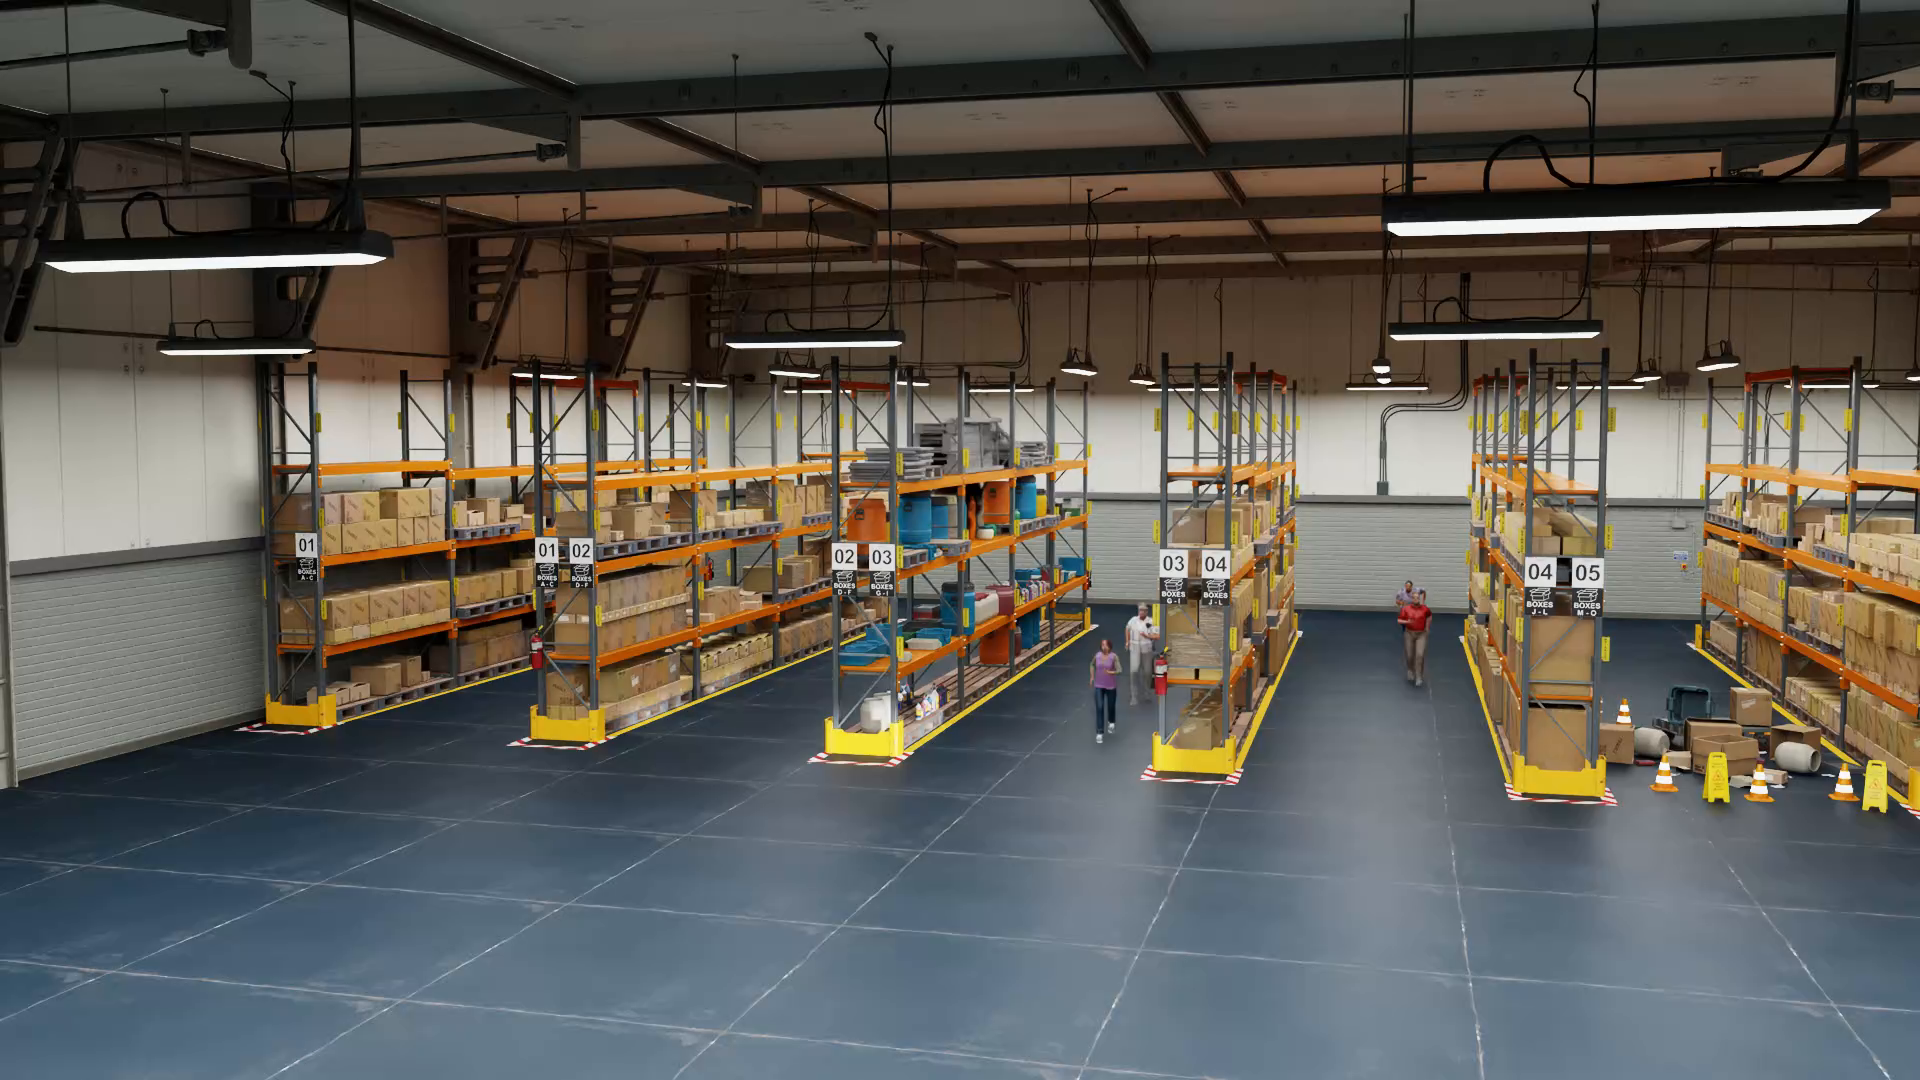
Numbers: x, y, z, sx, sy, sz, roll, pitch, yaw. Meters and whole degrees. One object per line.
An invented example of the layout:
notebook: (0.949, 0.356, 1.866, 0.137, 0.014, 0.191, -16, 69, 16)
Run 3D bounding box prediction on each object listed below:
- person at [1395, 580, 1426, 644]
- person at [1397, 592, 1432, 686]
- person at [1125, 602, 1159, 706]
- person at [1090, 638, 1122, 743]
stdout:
person: (9.990, 1.662, 36.870, 0.641, 1.603, 0.952, 1, 4, 20)
person: (8.713, 1.865, 31.853, 0.658, 1.724, 0.957, 1, 4, 13)
person: (3.265, 2.016, 29.784, 0.643, 1.833, 0.848, 1, 4, 12)
person: (2.293, 2.337, 26.223, 0.531, 1.594, 0.883, 1, 4, 11)
